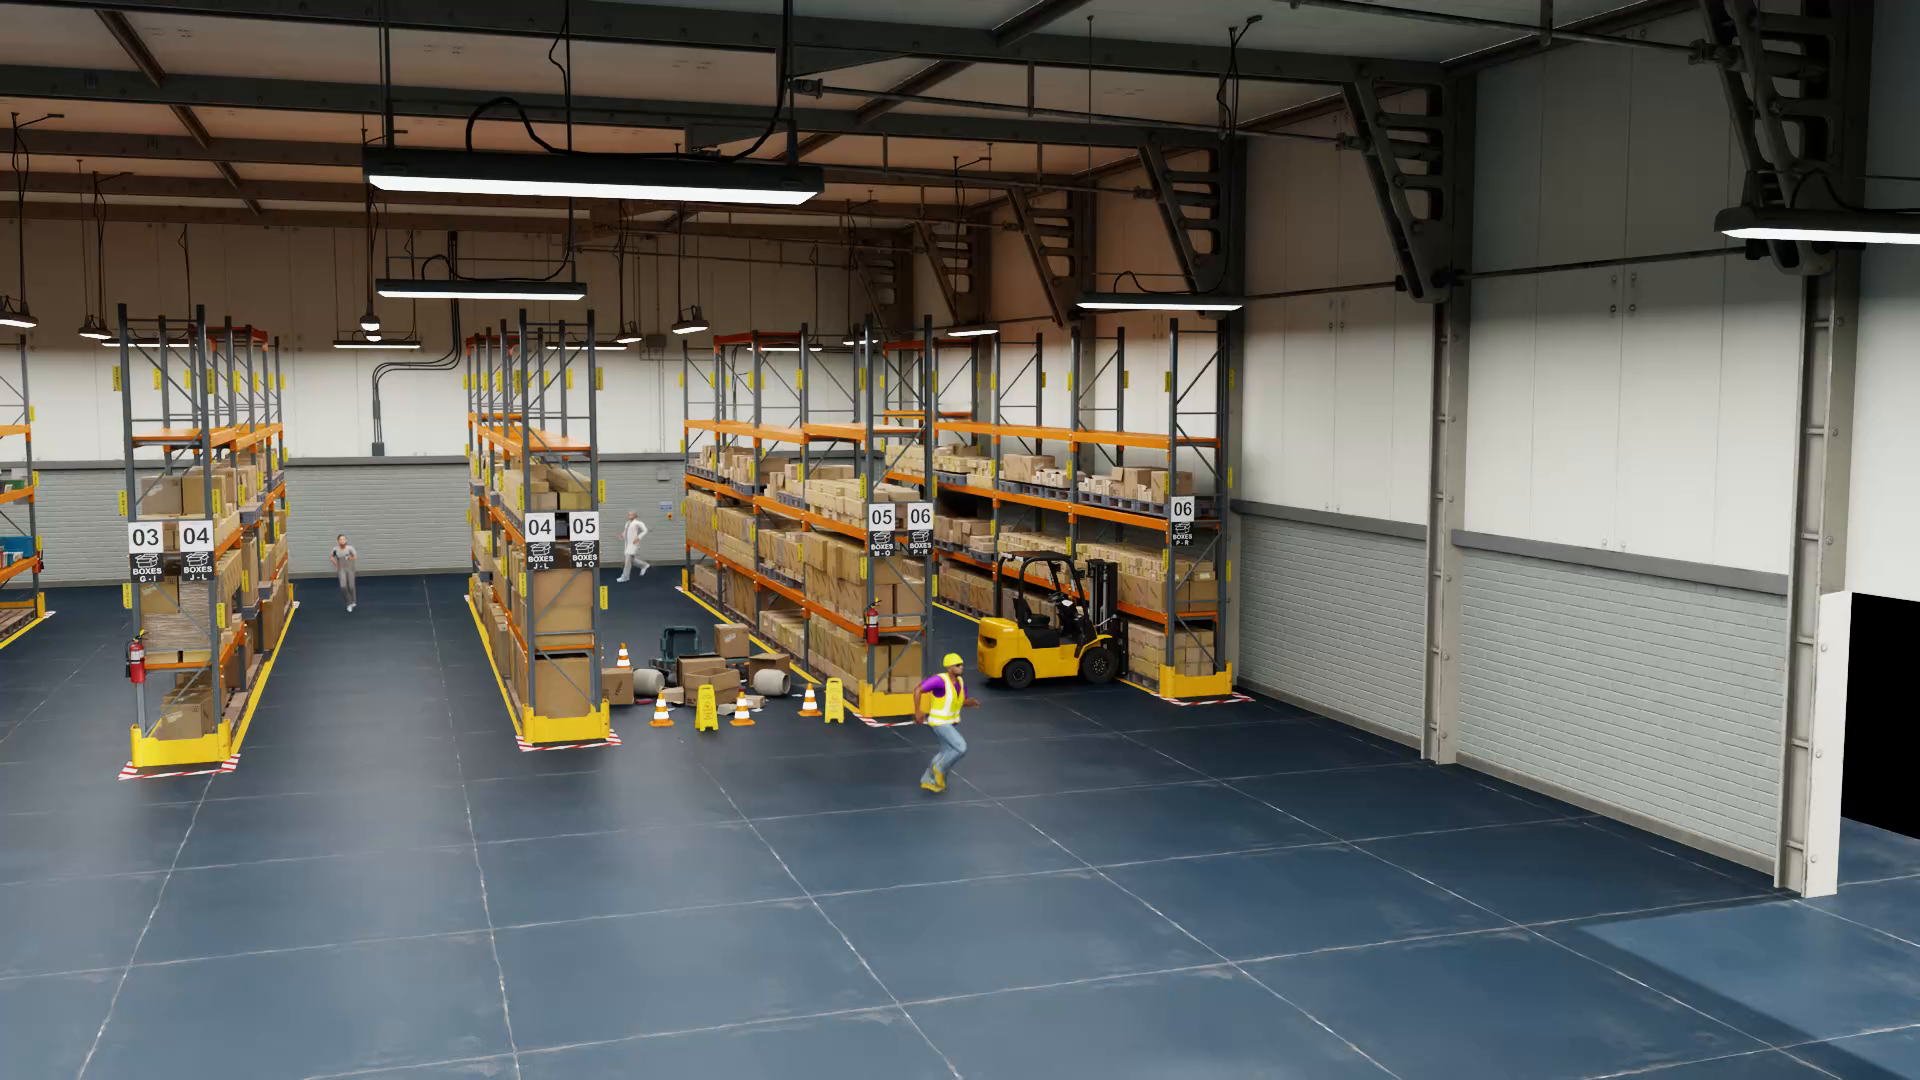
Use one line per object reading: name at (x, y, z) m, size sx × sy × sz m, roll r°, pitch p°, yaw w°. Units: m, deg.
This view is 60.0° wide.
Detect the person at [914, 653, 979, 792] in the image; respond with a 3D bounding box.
person at (-0.142, 2.223, 20.141) m, size 0.745 × 1.707 × 0.744 m, roll 3°, pitch 6°, yaw 32°

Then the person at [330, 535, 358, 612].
person at (-13.501, 0.724, 36.485) m, size 0.566 × 1.707 × 0.713 m, roll -2°, pitch 6°, yaw -22°

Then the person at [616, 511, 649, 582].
person at (-8.230, 0.146, 41.840) m, size 1.008 × 1.767 × 0.709 m, roll -5°, pitch 7°, yaw -43°
